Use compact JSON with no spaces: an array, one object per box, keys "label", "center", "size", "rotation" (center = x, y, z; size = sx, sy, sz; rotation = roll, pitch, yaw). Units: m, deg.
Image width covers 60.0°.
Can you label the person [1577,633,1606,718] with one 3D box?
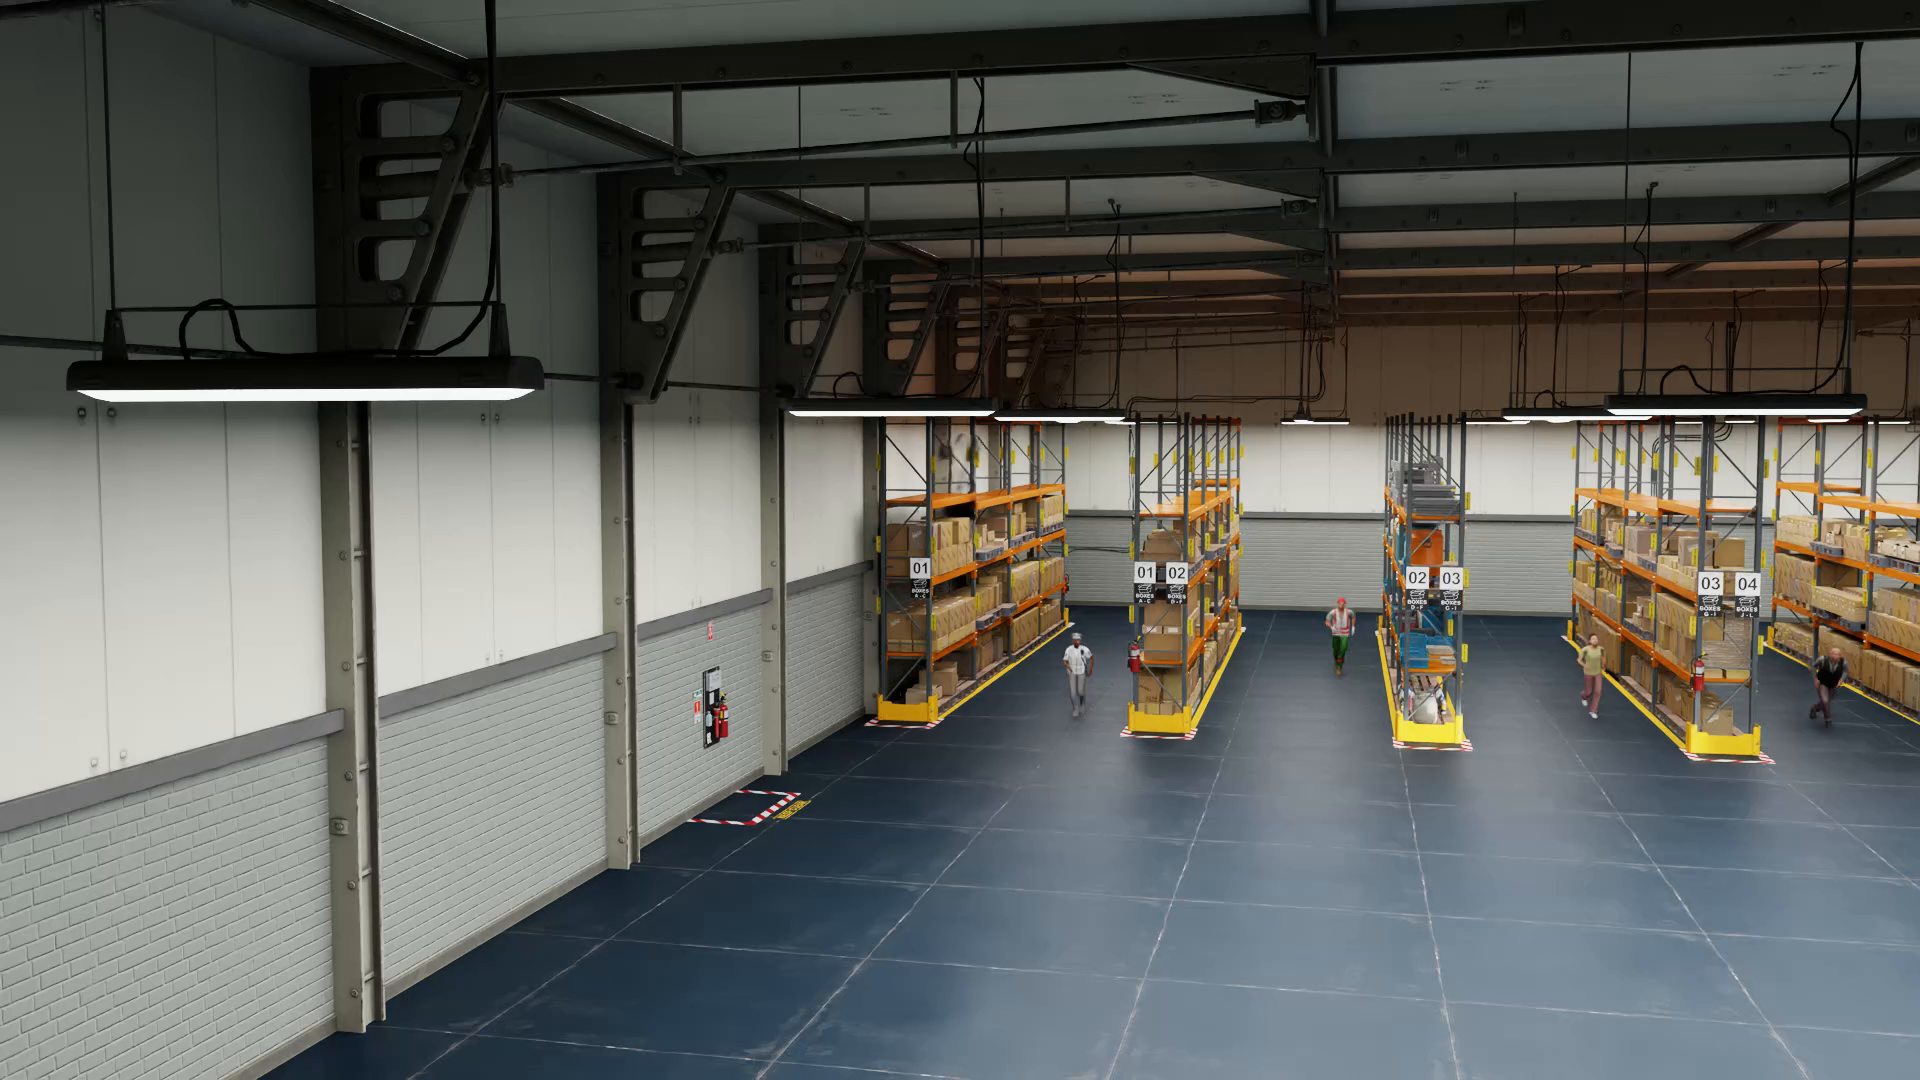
[{"label":"person","center":[12.593,2.682,33.124],"size":[0.589,1.668,0.796],"rotation":[0,4,4]}]

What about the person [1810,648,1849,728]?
[{"label":"person","center":[16.684,2.801,32.009],"size":[0.663,1.572,1.039],"rotation":[1,4,8]}]

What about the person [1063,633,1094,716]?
[{"label":"person","center":[2.333,2.662,32.921],"size":[0.600,1.664,0.584],"rotation":[1,4,9]}]

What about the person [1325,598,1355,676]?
[{"label":"person","center":[8.839,2.216,38.697],"size":[0.663,1.774,1.025],"rotation":[1,4,11]}]
